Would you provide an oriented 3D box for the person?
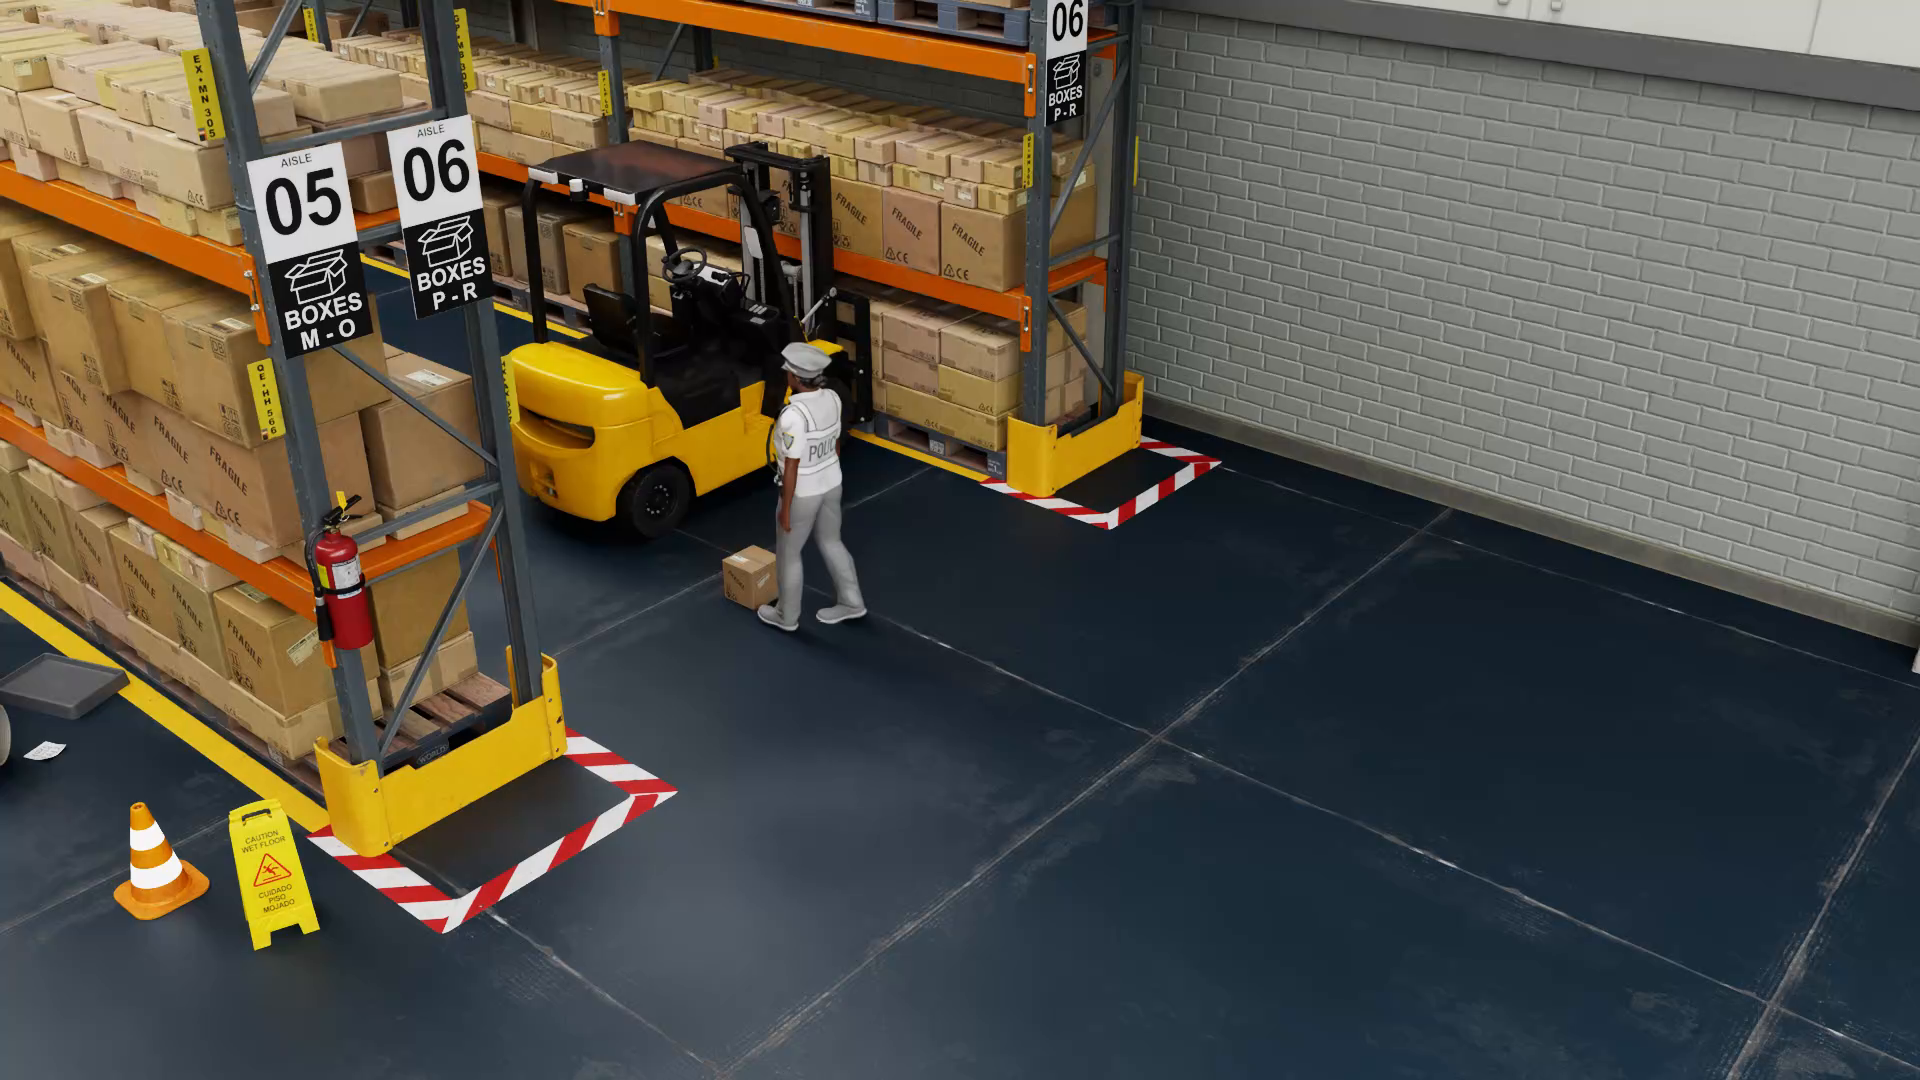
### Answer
[{"bbox_3d":[-0.871,-0.273,9.131,0.545,1.687,0.466,17,32,29],"label":"person"}]
